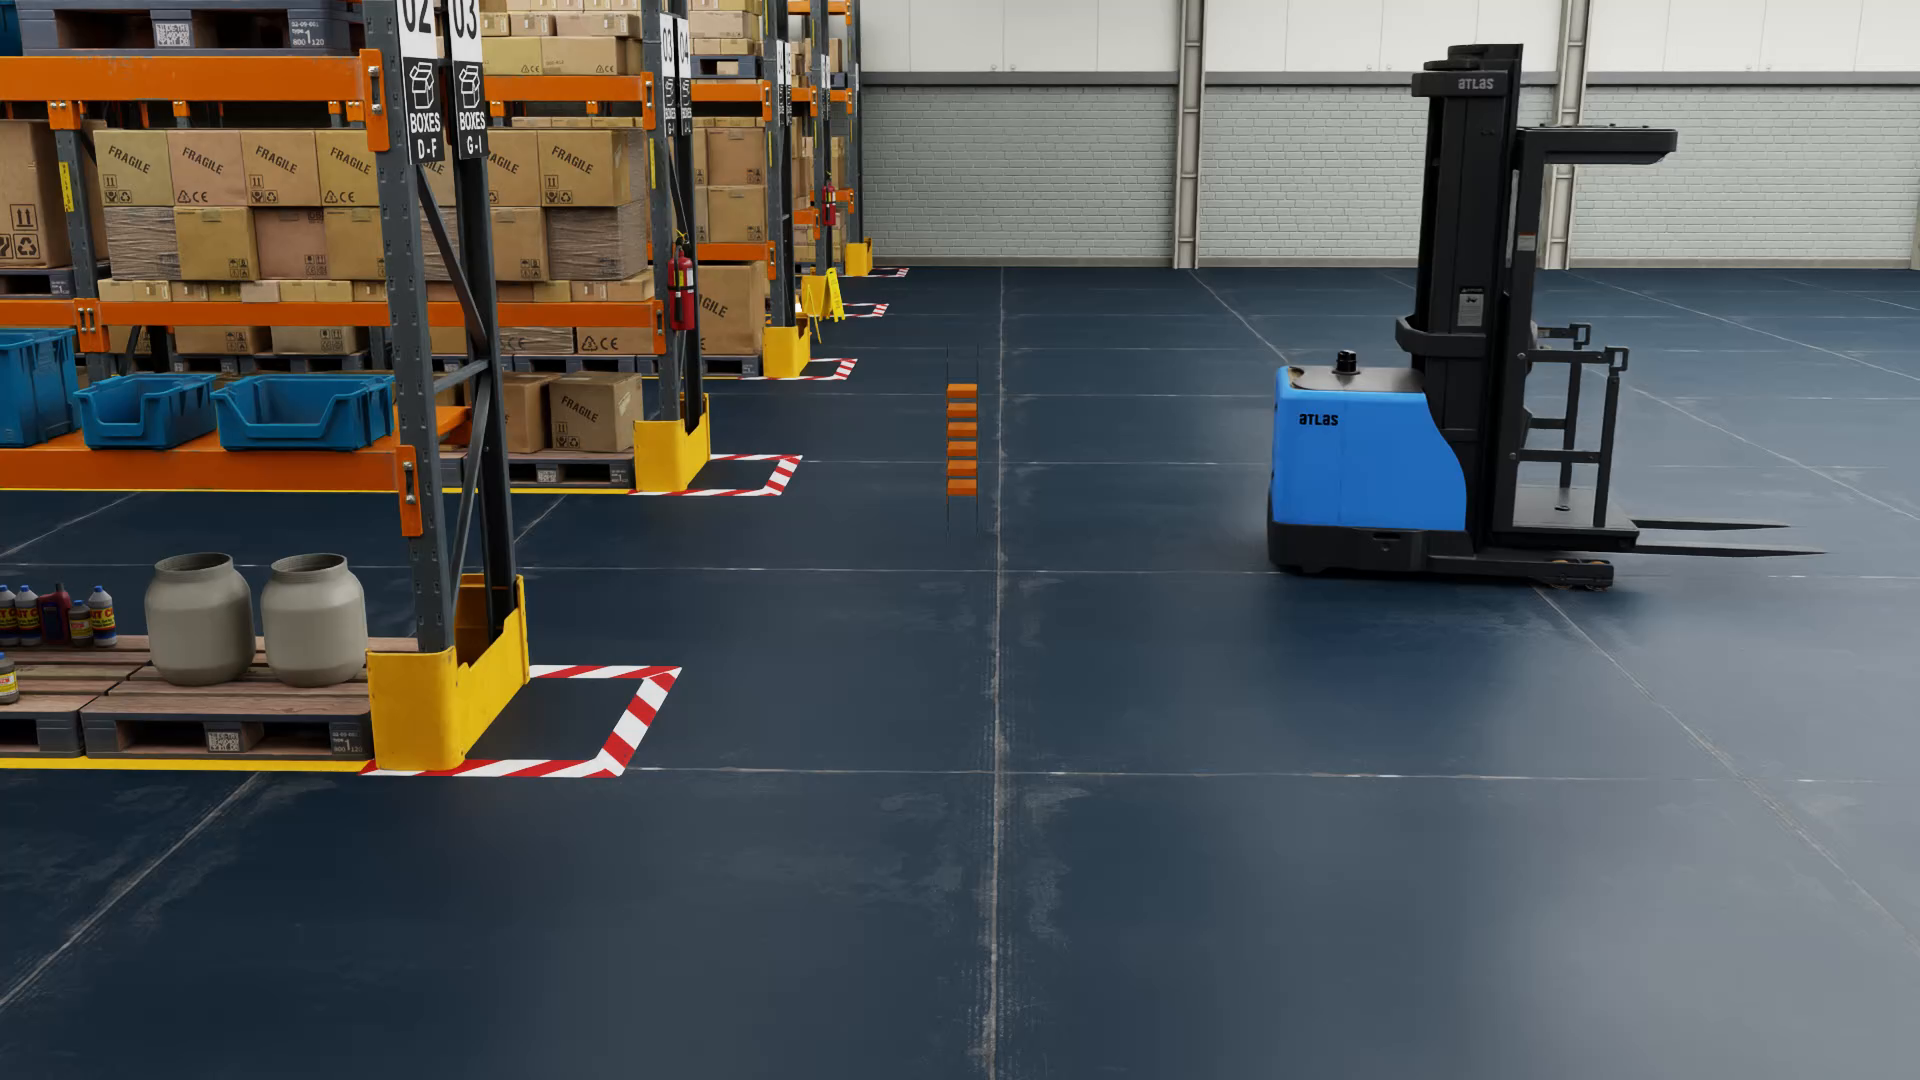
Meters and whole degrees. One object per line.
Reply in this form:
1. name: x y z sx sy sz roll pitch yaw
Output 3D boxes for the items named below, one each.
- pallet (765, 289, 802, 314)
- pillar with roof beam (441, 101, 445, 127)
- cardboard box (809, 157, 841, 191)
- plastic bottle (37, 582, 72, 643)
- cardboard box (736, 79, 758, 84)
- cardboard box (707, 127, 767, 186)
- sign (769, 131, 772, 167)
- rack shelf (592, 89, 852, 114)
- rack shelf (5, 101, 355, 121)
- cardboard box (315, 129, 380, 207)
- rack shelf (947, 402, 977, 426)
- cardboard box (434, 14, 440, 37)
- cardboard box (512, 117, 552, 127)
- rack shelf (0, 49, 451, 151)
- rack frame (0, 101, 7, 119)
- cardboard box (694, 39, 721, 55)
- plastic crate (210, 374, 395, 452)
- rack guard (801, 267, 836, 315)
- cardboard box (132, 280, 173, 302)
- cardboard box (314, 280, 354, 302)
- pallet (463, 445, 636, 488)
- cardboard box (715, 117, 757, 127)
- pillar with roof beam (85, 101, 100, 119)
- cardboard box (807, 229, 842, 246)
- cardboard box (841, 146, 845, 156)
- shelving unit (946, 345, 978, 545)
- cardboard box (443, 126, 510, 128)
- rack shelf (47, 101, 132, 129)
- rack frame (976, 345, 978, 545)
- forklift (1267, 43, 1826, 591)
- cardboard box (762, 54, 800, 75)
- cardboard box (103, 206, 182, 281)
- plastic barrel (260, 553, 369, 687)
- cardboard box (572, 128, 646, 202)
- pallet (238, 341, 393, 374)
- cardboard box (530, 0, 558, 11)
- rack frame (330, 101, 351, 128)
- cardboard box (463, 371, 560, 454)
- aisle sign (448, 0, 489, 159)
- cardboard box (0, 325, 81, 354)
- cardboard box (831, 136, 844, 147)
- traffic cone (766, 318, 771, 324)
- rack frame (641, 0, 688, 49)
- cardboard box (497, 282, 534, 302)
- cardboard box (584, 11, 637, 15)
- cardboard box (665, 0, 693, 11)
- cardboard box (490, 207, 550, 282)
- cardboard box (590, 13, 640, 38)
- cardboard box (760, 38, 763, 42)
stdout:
1. pallet: -2.644 -3.127 21.779 1.213 0.211 1.003 0 15 1
2. pillar with roof beam: -8.415 -7.803 22.275 0.400 9.000 9.100 0 15 1
3. cardboard box: -2.133 -5.711 25.911 0.500 0.500 0.500 0 15 0
4. plastic bottle: -4.167 0.333 7.661 0.133 0.283 0.061 1 15 2
5. cardboard box: -2.635 -5.724 20.769 0.250 0.149 0.380 1 15 3
6. cardboard box: -2.153 -3.805 16.470 0.550 0.550 0.875 0 15 1
7. sign: -1.810 -3.734 15.878 0.005 0.325 0.100 0 15 1
8. rack shelf: -3.633 -6.842 25.924 4.000 0.370 1.077 0 15 1
9. rack shelf: -7.781 -4.339 16.438 4.000 0.370 1.077 0 15 1
10. cardboard box: -4.066 -2.561 11.427 0.500 0.500 0.500 0 15 1
11. rack shelf: 0.014 -0.769 10.137 0.180 0.103 0.258 0 15 1
12. cardboard box: -3.596 -3.437 11.118 0.250 0.149 0.380 0 15 -1
13. cardboard box: -5.322 -5.104 21.067 0.500 0.500 0.700 0 15 1
14. rack shelf: -4.136 -1.786 6.759 4.000 0.370 1.077 0 15 1
15. rack frame: -9.780 -3.250 16.778 0.127 3.000 1.000 0 15 1
16. cardboard box: -2.376 -4.696 15.851 0.250 0.149 0.380 0 15 2
17. plastic crate: -2.645 -0.525 6.743 0.616 0.251 0.499 0 15 1
18. rack guard: -1.833 -3.253 21.688 0.348 0.500 1.175 0 15 1
19. cardboard box: -5.552 -1.755 11.604 0.250 0.149 0.380 0 15 1
20. cardboard box: -4.302 -1.754 11.599 0.250 0.149 0.380 0 15 1
21. pallet: -2.897 -0.600 12.200 1.213 0.211 1.003 0 15 1
22. cardboard box: -2.779 -5.089 21.011 0.500 0.500 0.700 1 15 2
23. pillar with roof beam: -14.413 -7.842 22.424 0.400 9.000 9.100 0 15 1
24. cardboard box: -2.129 -4.765 26.109 0.500 0.250 0.500 0 15 1
25. cardboard box: -1.967 -6.157 26.329 0.250 0.149 0.380 0 15 0
26. shelving unit: 0.014 -0.580 10.187 0.189 1.200 0.258 0 15 1
27. cardboard box: -4.861 -3.833 16.579 0.550 0.550 0.875 0 15 1
28. rack shelf: -8.008 -3.075 11.646 4.000 0.370 1.077 0 15 1
29. rack frame: 0.106 -0.579 10.184 0.006 1.200 0.240 0 15 1
30. forklift: 3.353 -1.278 9.438 3.031 2.935 1.130 2 15 9
31. cardboard box: -2.276 -5.917 20.718 0.500 0.250 0.500 0 15 1
32. cardboard box: -5.561 -2.133 11.766 0.500 0.500 0.875 0 15 1
33. plastic barrel: -2.797 0.345 7.207 0.421 0.512 0.421 0 15 0
34. cardboard box: -2.553 -2.682 11.887 0.500 0.500 0.500 0 15 1
35. pallet: -6.555 -1.861 16.981 1.213 0.211 1.003 0 15 1
36. cardboard box: -3.905 -5.091 15.785 0.250 0.149 0.380 0 15 1
37. rack frame: -9.632 -5.779 26.363 0.127 3.000 1.000 0 15 1
38. cardboard box: -3.233 -0.931 12.067 0.500 0.500 0.500 4 15 16
39. aisle sign: -2.057 -2.002 6.951 0.004 0.787 0.394 0 15 1
40. cardboard box: -9.174 -2.338 16.909 0.750 0.750 1.050 0 15 1
41. cardboard box: -1.964 -6.289 26.247 0.250 0.149 0.380 0 15 0
42. traffic cone: -2.220 -2.908 20.455 0.334 0.463 0.336 0 15 1
43. rack frame: -2.010 -4.834 11.023 0.127 3.000 1.000 0 15 1
44. cardboard box: -3.051 -1.757 11.612 0.250 0.149 0.380 0 15 1
45. cardboard box: -3.281 -4.910 15.881 0.500 0.250 0.500 0 15 1
46. cardboard box: -2.634 -5.083 15.756 0.250 0.149 0.380 1 15 2
47. cardboard box: -3.062 -2.109 11.674 0.500 0.500 0.875 0 15 1
48. cardboard box: -2.296 -3.426 11.079 0.250 0.149 0.380 0 15 1
49. cardboard box: -3.104 -7.450 25.601 0.500 0.500 0.700 0 15 2
